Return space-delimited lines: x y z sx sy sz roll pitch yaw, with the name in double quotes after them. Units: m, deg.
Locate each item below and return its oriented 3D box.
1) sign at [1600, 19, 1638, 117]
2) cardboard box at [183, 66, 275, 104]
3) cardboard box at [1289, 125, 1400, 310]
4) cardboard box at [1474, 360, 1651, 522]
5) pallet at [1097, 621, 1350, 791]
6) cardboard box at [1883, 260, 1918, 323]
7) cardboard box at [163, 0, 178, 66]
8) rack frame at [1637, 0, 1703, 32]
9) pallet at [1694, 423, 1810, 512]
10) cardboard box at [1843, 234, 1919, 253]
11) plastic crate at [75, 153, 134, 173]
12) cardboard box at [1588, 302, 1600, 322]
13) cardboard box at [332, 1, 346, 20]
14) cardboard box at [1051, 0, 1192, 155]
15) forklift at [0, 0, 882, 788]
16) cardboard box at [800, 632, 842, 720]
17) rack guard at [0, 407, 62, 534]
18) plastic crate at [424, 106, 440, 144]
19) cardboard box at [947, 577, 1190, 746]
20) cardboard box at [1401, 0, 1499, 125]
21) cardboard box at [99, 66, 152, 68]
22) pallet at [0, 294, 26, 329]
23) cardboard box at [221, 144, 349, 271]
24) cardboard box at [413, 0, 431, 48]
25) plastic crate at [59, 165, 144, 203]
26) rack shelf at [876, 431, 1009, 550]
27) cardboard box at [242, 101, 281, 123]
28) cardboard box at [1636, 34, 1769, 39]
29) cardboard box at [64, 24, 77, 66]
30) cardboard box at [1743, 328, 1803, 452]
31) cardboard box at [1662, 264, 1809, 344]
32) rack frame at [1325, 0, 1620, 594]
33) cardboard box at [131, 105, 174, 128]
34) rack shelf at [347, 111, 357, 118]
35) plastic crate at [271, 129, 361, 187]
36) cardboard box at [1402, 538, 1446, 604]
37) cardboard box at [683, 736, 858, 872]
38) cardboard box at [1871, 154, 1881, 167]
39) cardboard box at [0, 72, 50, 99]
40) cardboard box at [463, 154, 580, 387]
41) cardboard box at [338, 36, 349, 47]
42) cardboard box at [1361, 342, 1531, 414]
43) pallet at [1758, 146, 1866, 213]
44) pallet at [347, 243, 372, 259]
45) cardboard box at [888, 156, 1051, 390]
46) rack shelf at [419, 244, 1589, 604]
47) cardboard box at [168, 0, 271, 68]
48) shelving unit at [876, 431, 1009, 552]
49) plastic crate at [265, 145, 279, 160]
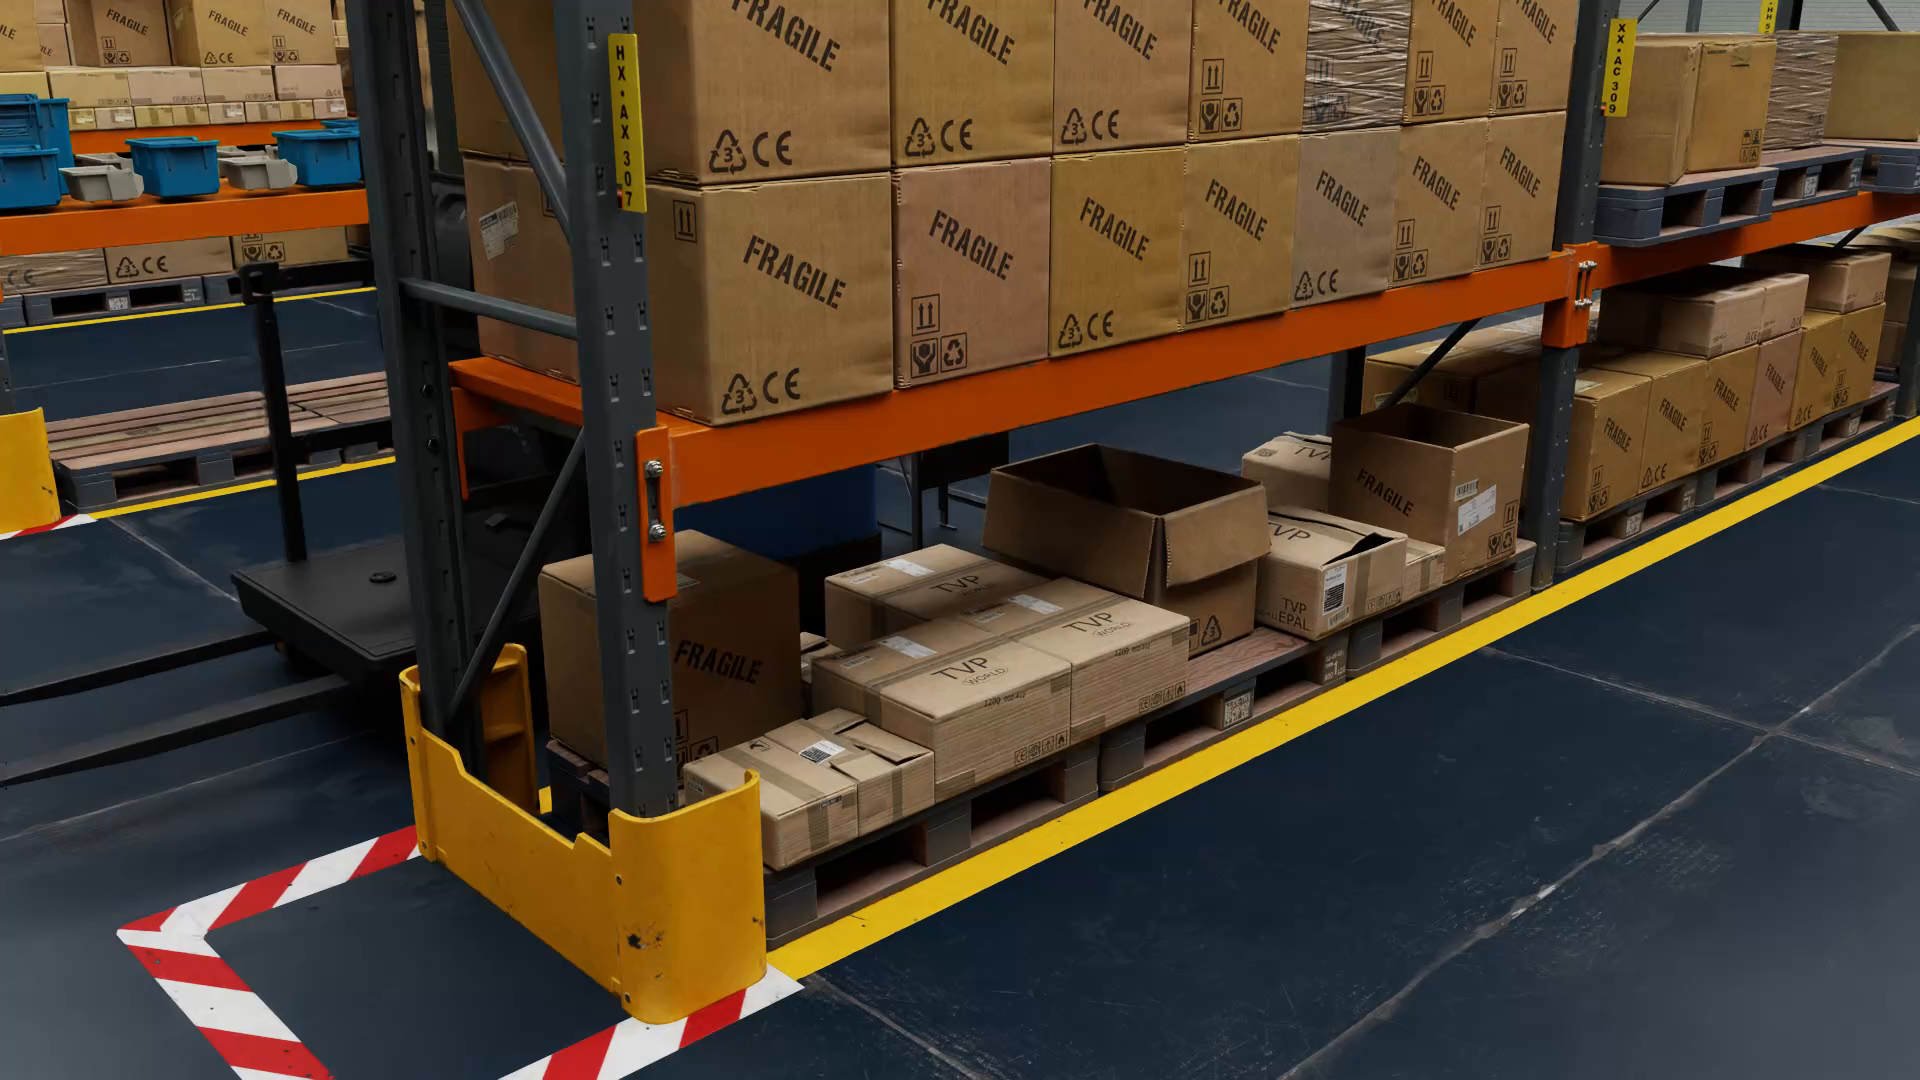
2.280 -1.637 5.766 0.005 0.325 0.100 -16 24 -41 "sign"
-5.416 -3.373 12.287 0.500 0.250 0.500 -15 23 -39 "cardboard box"
0.970 -1.010 5.075 0.500 0.500 0.500 -16 24 -40 "cardboard box"
2.421 -0.413 6.735 0.500 0.500 0.500 17 24 41 "cardboard box"
0.516 0.387 5.450 1.213 0.211 1.003 -16 24 -41 "pallet"
5.391 -1.396 9.296 0.500 0.311 0.500 -15 23 -39 "cardboard box"
-5.788 -3.846 12.528 0.500 0.500 0.500 -16 24 -41 "cardboard box"
7.221 -4.999 17.538 0.127 3.000 1.000 -16 24 -41 "rack frame"
3.354 -0.459 8.059 1.213 0.211 1.003 -16 24 -41 "pallet"
5.762 -1.735 10.341 0.500 0.311 0.500 -16 24 -41 "cardboard box"
-3.937 -1.725 7.771 0.243 0.136 0.396 -16 24 -41 "plastic crate"
3.161 -0.851 8.087 0.500 0.500 0.500 17 25 42 "cardboard box"
-8.318 -7.067 22.591 0.500 0.500 0.500 17 25 42 "cardboard box"
0.241 -1.273 4.264 0.500 0.500 0.500 -16 24 -40 "cardboard box"
-1.705 -0.930 5.100 3.031 2.935 1.130 -16 24 -41 "forklift"
-0.423 0.405 4.753 0.250 0.166 0.380 -16 24 -41 "cardboard box"
-4.414 -0.411 7.442 0.348 0.500 1.175 -16 24 -41 "rack guard"
-2.735 -2.146 8.834 0.530 0.282 0.437 -16 24 -41 "plastic crate"
0.312 0.338 4.824 0.500 0.250 0.500 -16 24 -41 "cardboard box"
1.342 -1.594 5.254 0.500 0.500 0.500 -17 24 -42 "cardboard box"
-6.160 -3.380 12.306 0.500 0.250 0.500 -16 24 -39 "cardboard box"
-7.281 -1.579 11.512 1.213 0.211 1.003 -16 24 -41 "pallet"
-5.436 -2.633 13.006 0.875 0.875 0.875 -16 24 -41 "cardboard box"
-4.443 -4.228 13.372 0.637 0.503 0.797 -17 25 -42 "cardboard box"
-3.709 -1.539 7.199 0.298 0.136 0.250 -16 24 -41 "plastic crate"
-0.120 -0.285 6.773 0.480 0.518 0.431 -16 24 -41 "rack shelf"
-5.271 -3.199 12.396 0.250 0.149 0.380 -17 24 -42 "cardboard box"
3.143 -1.981 7.387 0.700 0.500 0.500 11 21 30 "cardboard box"
-8.393 -4.722 16.041 0.500 0.500 0.500 -16 24 -41 "cardboard box"
3.537 -0.740 7.743 0.500 0.500 0.500 17 24 42 "cardboard box"
3.512 -1.088 7.601 0.500 0.250 0.500 -17 24 -42 "cardboard box"
1.902 -1.345 6.270 0.127 3.000 1.000 -16 24 -41 "rack frame"
-5.831 -3.036 11.892 0.250 0.149 0.380 -17 24 -42 "cardboard box"
-3.448 -3.647 14.537 4.000 0.370 1.077 -16 24 -41 "rack shelf"
-3.043 -1.815 7.892 0.300 0.233 0.416 -16 24 -41 "plastic crate"
1.452 0.079 5.786 0.250 0.149 0.380 -16 24 -41 "cardboard box"
-0.464 0.638 4.063 0.250 0.149 0.380 -16 24 -41 "cardboard box"
5.103 -2.218 9.105 0.500 0.311 0.500 -14 23 -37 "cardboard box"
-6.533 -3.047 11.280 0.500 0.250 0.500 17 25 42 "cardboard box"
-0.866 -0.701 4.121 0.500 0.500 0.500 -15 23 -39 "cardboard box"
-6.499 -5.233 17.505 0.250 0.149 0.380 -17 24 -42 "cardboard box"
2.064 -0.534 7.108 0.500 0.500 0.500 -16 24 -41 "cardboard box"
3.398 -1.688 7.639 1.213 0.211 1.003 -16 24 -41 "pallet"
-4.393 -2.420 14.106 1.213 0.211 1.003 -16 24 -41 "pallet"
-0.130 -0.690 4.089 0.500 0.500 0.500 -17 24 -41 "cardboard box"
0.449 -0.579 5.073 4.000 0.370 1.077 -16 24 -41 "rack shelf"
-5.419 -3.730 12.171 0.500 0.500 0.500 -16 24 -40 "cardboard box"
-0.120 -0.964 6.553 0.503 2.100 0.431 -16 24 -41 "shelving unit"
-3.328 -1.914 8.356 0.250 0.136 0.298 -16 24 -41 "plastic crate"
